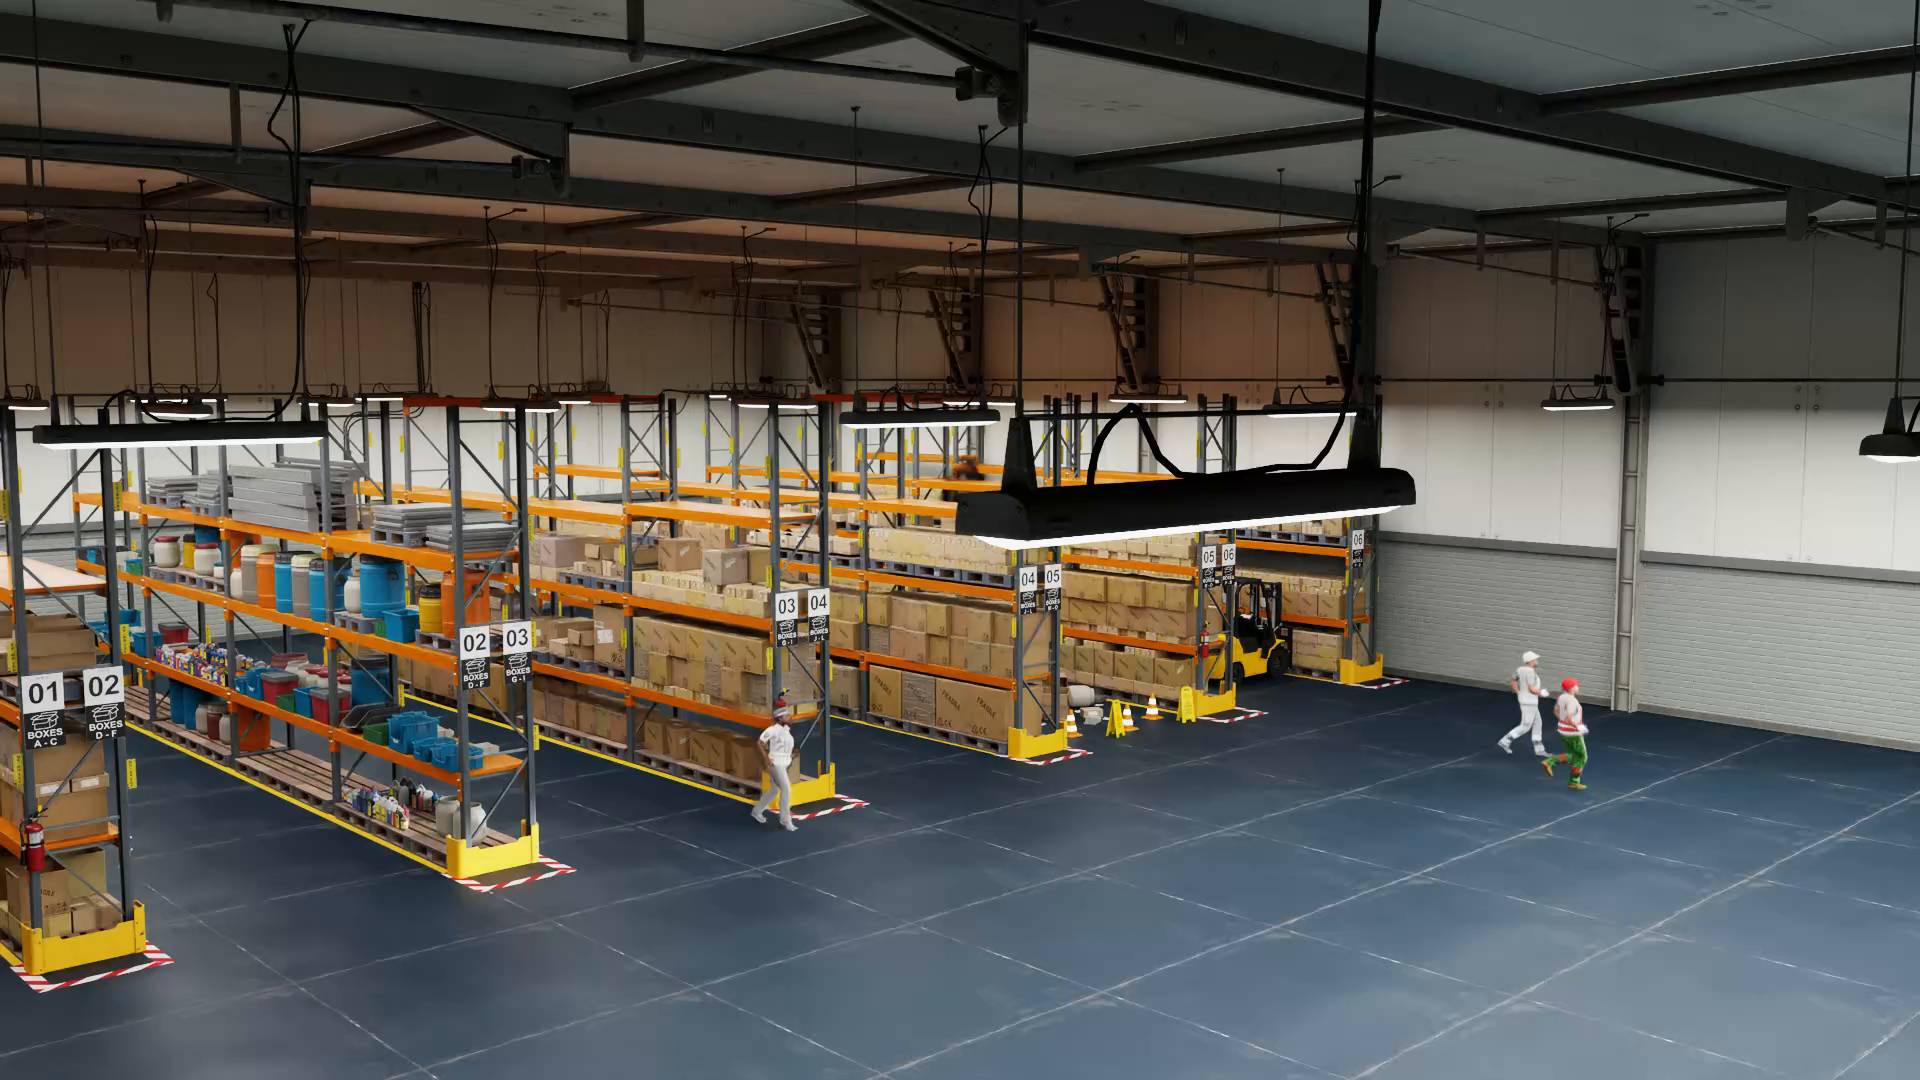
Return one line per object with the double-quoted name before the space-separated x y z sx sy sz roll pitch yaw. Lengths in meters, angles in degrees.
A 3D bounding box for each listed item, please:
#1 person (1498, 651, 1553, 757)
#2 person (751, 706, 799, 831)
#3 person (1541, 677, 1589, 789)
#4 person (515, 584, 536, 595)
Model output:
"person" 9.484 2.754 27.784 0.902 1.791 0.653 1 6 7
"person" -2.588 3.224 23.654 0.757 1.725 0.568 2 6 18
"person" 9.373 2.989 25.679 0.699 1.753 0.655 0 6 -3
"person" -10.624 1.575 40.339 0.716 1.729 0.636 4 7 35
